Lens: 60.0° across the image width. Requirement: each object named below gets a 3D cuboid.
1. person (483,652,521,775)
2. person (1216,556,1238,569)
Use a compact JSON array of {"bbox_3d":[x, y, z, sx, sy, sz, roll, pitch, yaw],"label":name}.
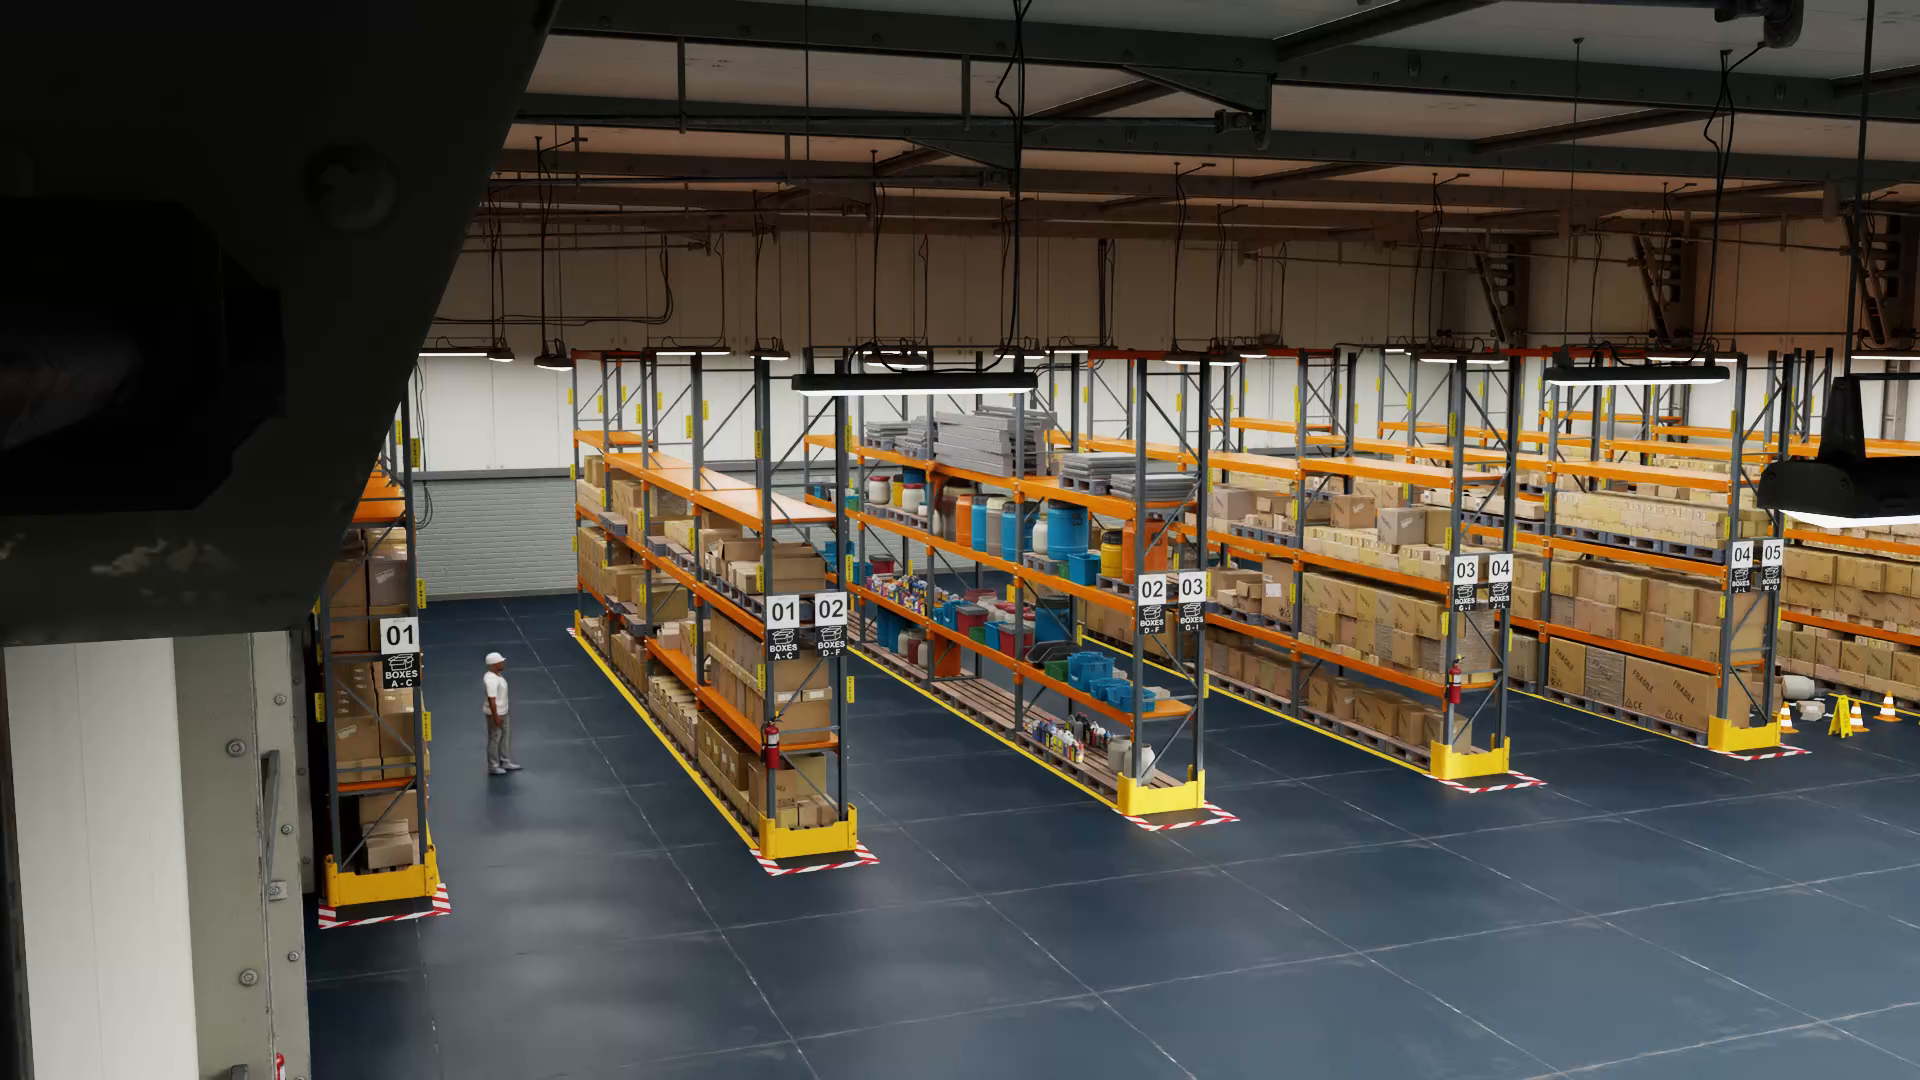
[{"bbox_3d":[-6.649,2.488,23.963,0.439,1.767,0.637,1,7,8],"label":"person"},{"bbox_3d":[5.599,1.086,35.257,0.505,1.741,0.577,-4,8,-31],"label":"person"}]
